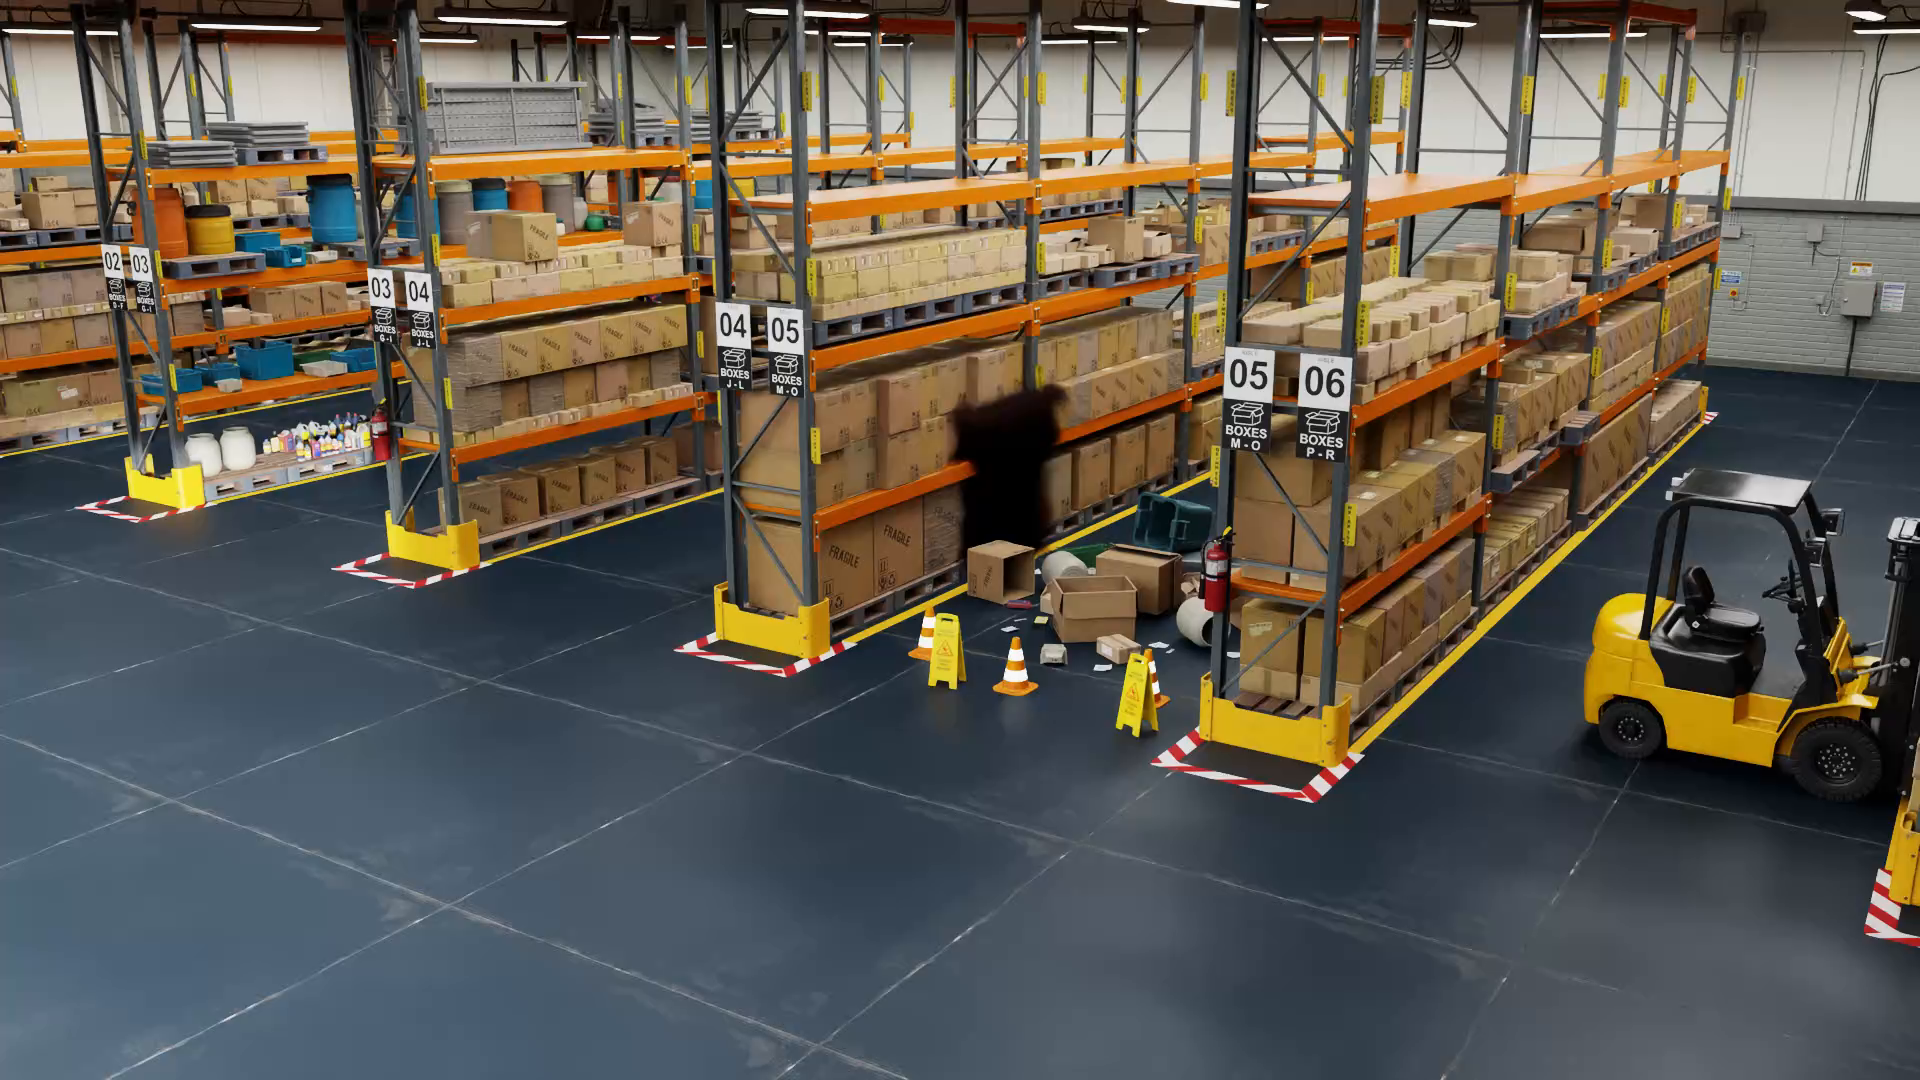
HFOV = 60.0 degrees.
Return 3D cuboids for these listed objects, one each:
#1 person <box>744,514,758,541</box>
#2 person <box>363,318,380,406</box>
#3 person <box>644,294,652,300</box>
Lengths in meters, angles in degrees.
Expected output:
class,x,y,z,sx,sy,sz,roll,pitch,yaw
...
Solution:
class,x,y,z,sx,sy,sz,roll,pitch,yaw
person,-2.117,-0.790,17.873,0.536,1.846,0.562,-8,17,-25
person,-8.791,-2.518,25.149,0.476,1.677,0.377,0,16,0
person,-5.960,-4.101,30.726,0.727,1.717,1.058,9,18,29
